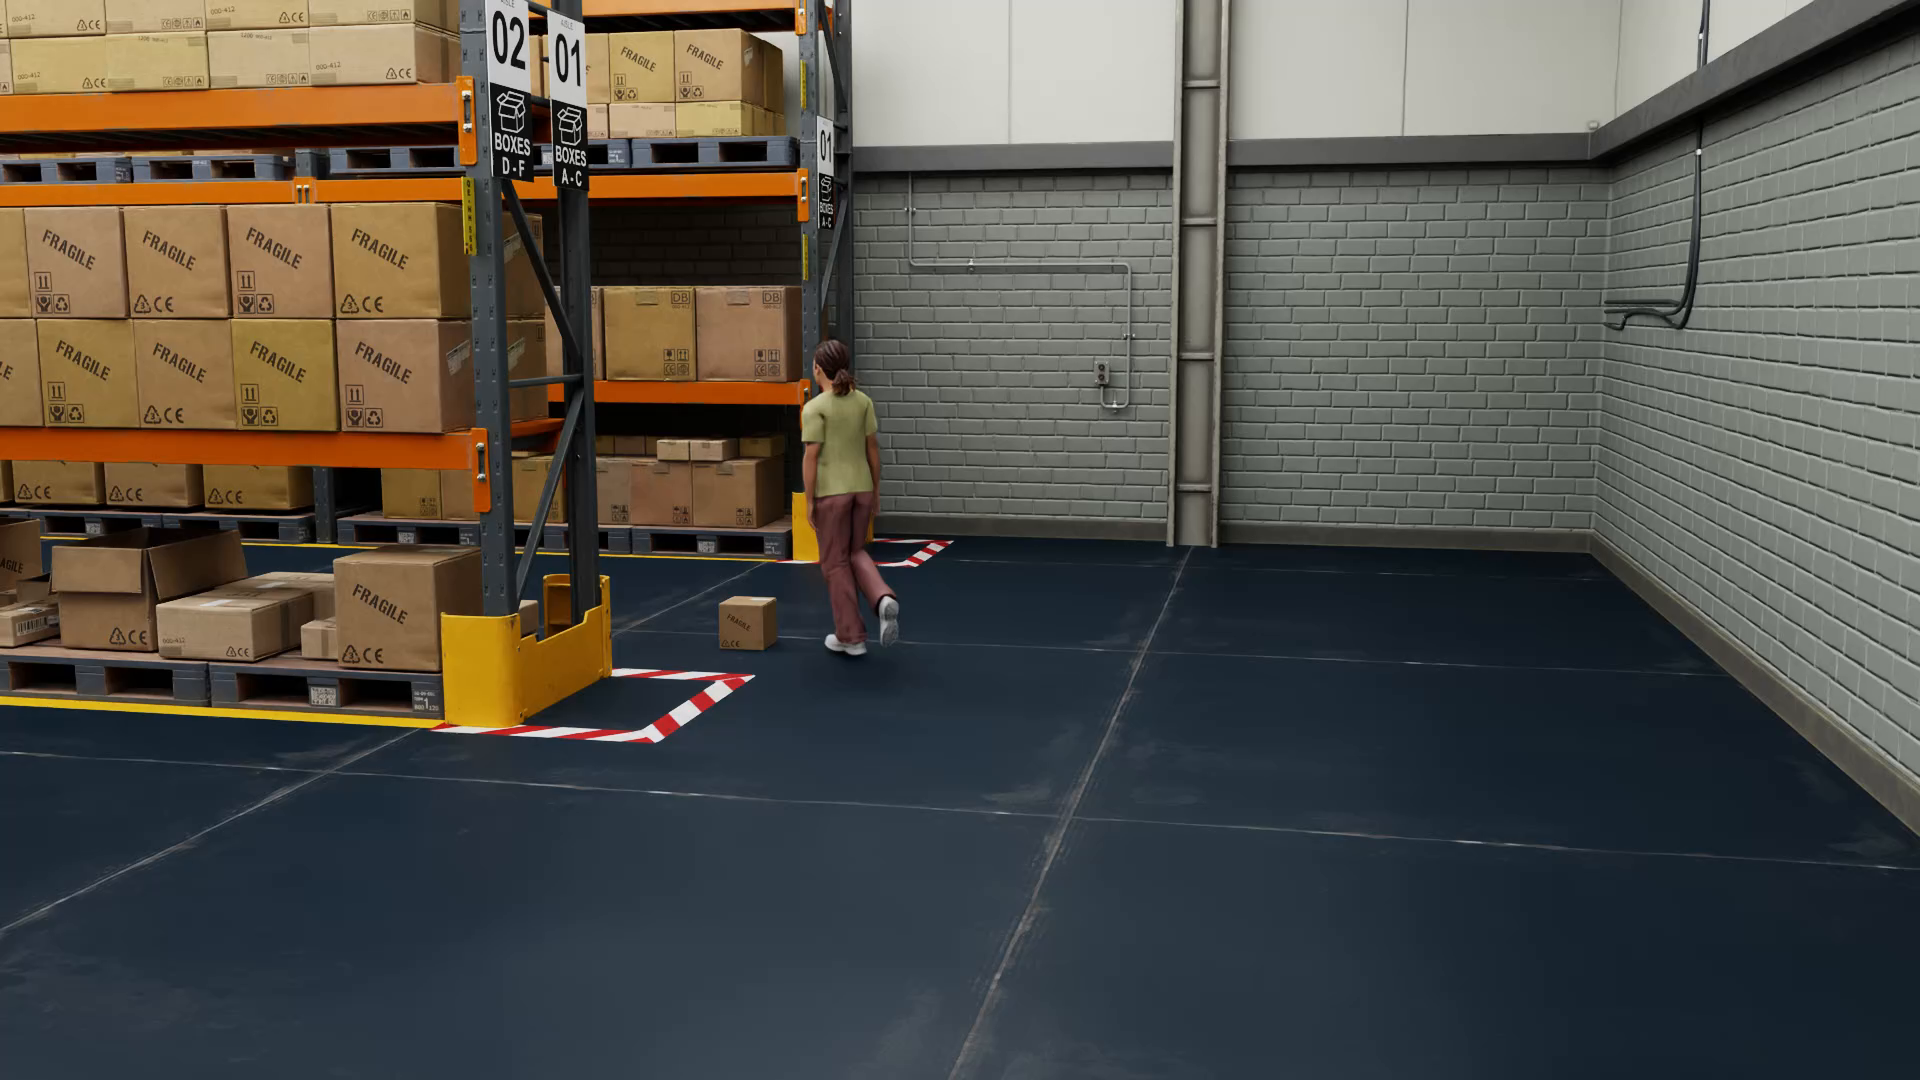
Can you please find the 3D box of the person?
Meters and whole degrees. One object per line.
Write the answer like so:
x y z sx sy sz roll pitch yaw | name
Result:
-0.601 -0.207 8.673 0.507 1.662 0.544 -6 10 -38 | person
